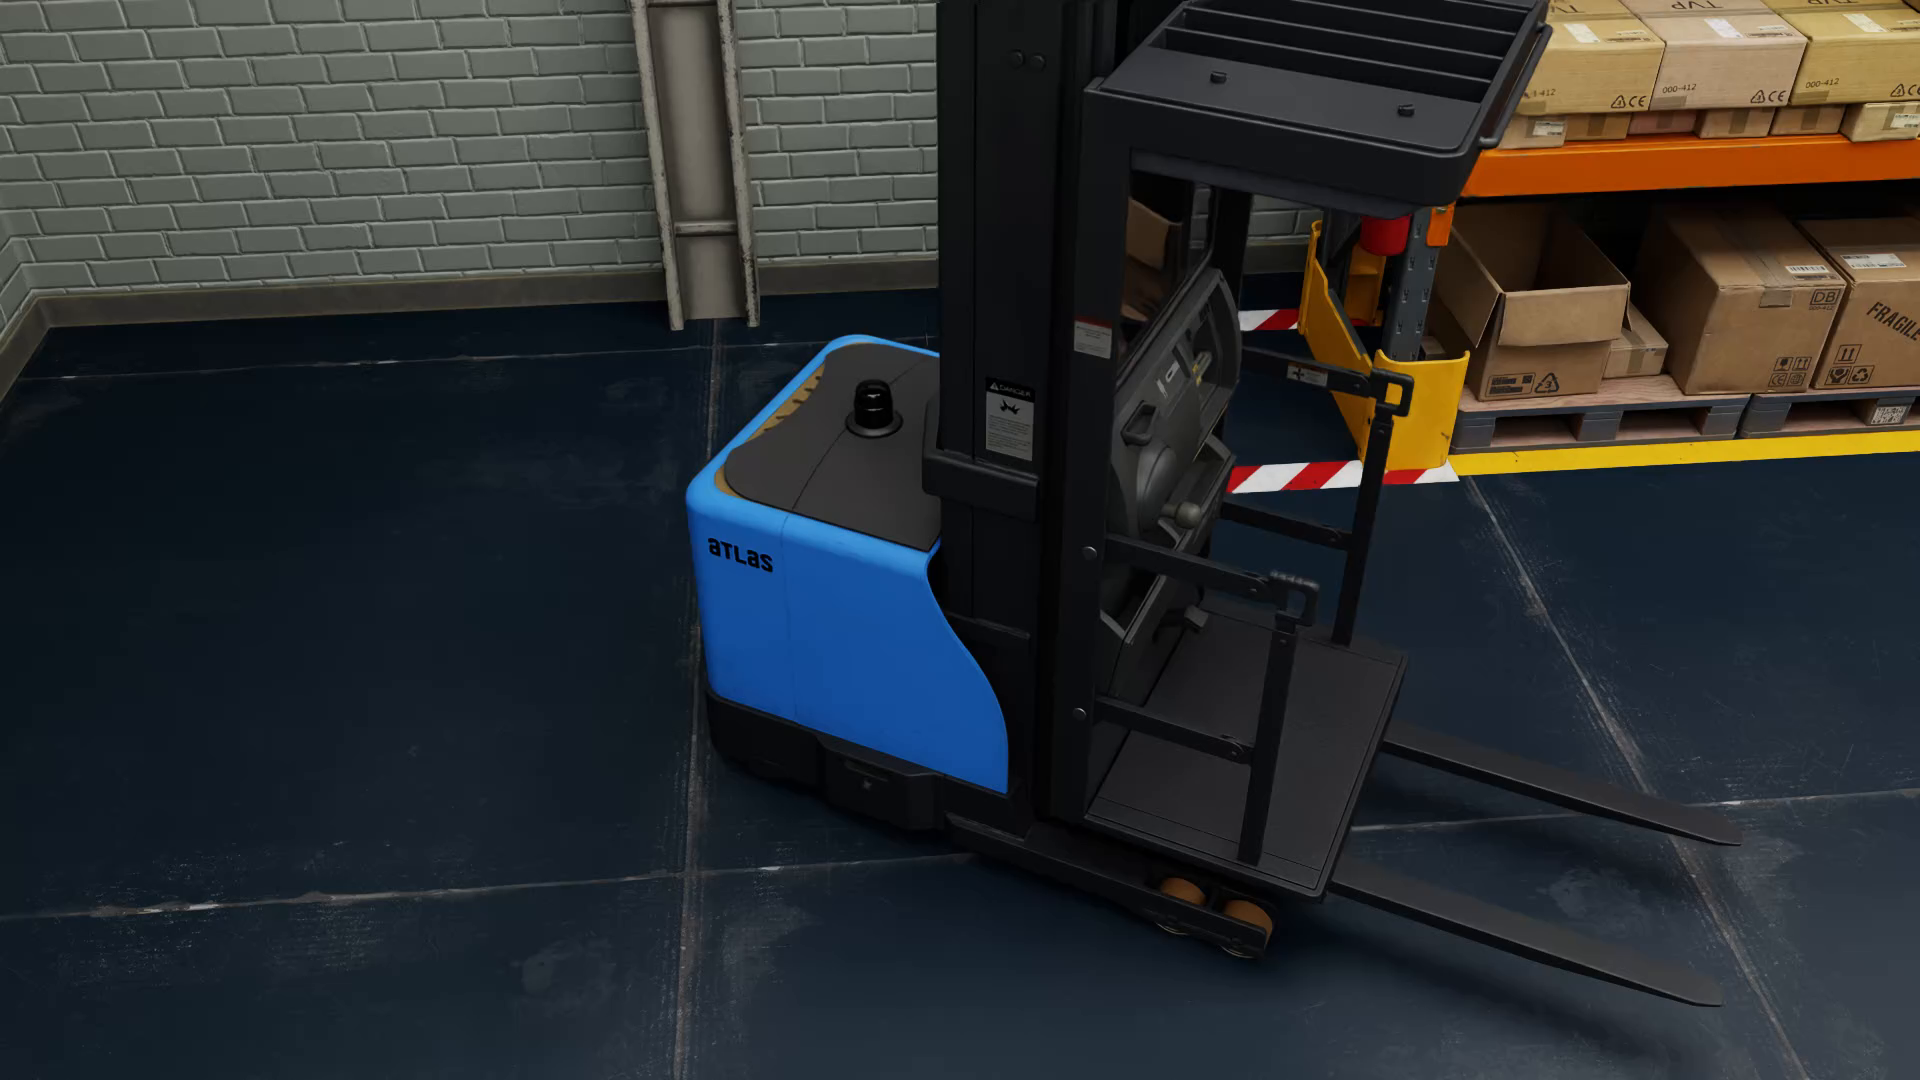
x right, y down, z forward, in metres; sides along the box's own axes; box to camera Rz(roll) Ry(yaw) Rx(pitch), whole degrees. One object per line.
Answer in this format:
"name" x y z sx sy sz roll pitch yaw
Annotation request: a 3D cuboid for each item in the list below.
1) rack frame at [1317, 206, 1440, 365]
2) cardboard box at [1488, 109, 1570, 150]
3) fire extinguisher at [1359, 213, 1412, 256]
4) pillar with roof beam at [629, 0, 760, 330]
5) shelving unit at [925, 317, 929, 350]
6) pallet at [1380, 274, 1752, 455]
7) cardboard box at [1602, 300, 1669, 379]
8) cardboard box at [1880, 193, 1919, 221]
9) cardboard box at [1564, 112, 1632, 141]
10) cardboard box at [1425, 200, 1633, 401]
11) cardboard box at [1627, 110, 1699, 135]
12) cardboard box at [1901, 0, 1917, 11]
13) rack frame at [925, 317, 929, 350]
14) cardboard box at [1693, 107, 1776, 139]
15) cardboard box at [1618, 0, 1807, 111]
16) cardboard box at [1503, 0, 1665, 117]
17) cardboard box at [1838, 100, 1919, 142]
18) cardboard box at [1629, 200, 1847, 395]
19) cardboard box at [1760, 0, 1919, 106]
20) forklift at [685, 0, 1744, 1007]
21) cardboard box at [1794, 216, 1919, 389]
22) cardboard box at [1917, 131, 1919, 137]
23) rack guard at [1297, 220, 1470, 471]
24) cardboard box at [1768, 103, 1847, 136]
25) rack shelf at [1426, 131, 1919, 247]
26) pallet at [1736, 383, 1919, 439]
"rack frame" 1.654 -1.813 6.126 0.127 3.000 1.000 -3 38 -4
"cardboard box" 2.005 -1.563 6.013 0.250 0.149 0.380 -3 38 -4
"fire extinguisher" 1.548 -1.343 5.894 0.183 0.674 0.296 -3 38 -4
"pillar with roof beam" -0.731 -1.920 1.419 0.400 9.000 9.100 -3 38 -4
"shelving unit" -0.008 -0.353 5.971 0.210 0.900 0.258 -3 38 -4
"pallet" 2.523 -0.767 7.052 1.213 0.211 1.003 -3 38 -4
"cardboard box" 2.698 -0.833 6.847 0.250 0.149 0.380 -5 39 -6
"cardboard box" 4.160 -1.052 6.840 0.500 0.500 0.700 -5 38 -6
"cardboard box" 2.255 -1.606 6.066 0.250 0.149 0.380 -2 38 -3
"cardboard box" 2.271 -0.973 6.738 0.637 0.503 0.797 -5 39 -6
"cardboard box" 2.513 -1.642 6.112 0.250 0.149 0.380 -4 38 -5
"cardboard box" 3.644 -1.829 6.027 0.500 0.250 0.500 -4 38 -5
"rack frame" -0.109 -0.347 5.964 0.006 0.900 0.240 -3 38 -4
"cardboard box" 2.770 -1.618 6.082 0.250 0.149 0.380 -2 38 -3
"cardboard box" 2.632 -1.758 5.937 0.500 0.250 0.500 -3 38 -3
"cardboard box" 2.129 -1.730 5.902 0.500 0.250 0.500 -3 38 -4
"cardboard box" 3.293 -1.603 6.063 0.250 0.149 0.380 -4 38 -5
"cardboard box" 3.126 -0.995 6.768 0.500 0.500 0.700 -2 38 -2
"cardboard box" 3.136 -1.787 5.975 0.500 0.250 0.500 -4 38 -5
"forklift" 0.759 -0.339 4.313 3.031 2.935 1.130 16 41 19
"cardboard box" 3.662 -0.962 6.727 0.500 0.500 0.500 -2 38 -3
"cardboard box" 3.553 -1.630 6.098 0.250 0.149 0.380 -2 38 -3
"rack guard" 1.729 -0.836 6.906 0.348 0.500 1.175 -3 38 -4
"cardboard box" 3.035 -1.636 6.104 0.250 0.149 0.380 -3 38 -3
"rack shelf" 3.646 -1.641 6.488 4.000 0.370 1.077 -3 38 -4
"pallet" 3.736 -0.832 7.134 1.213 0.211 1.003 -3 38 -4
